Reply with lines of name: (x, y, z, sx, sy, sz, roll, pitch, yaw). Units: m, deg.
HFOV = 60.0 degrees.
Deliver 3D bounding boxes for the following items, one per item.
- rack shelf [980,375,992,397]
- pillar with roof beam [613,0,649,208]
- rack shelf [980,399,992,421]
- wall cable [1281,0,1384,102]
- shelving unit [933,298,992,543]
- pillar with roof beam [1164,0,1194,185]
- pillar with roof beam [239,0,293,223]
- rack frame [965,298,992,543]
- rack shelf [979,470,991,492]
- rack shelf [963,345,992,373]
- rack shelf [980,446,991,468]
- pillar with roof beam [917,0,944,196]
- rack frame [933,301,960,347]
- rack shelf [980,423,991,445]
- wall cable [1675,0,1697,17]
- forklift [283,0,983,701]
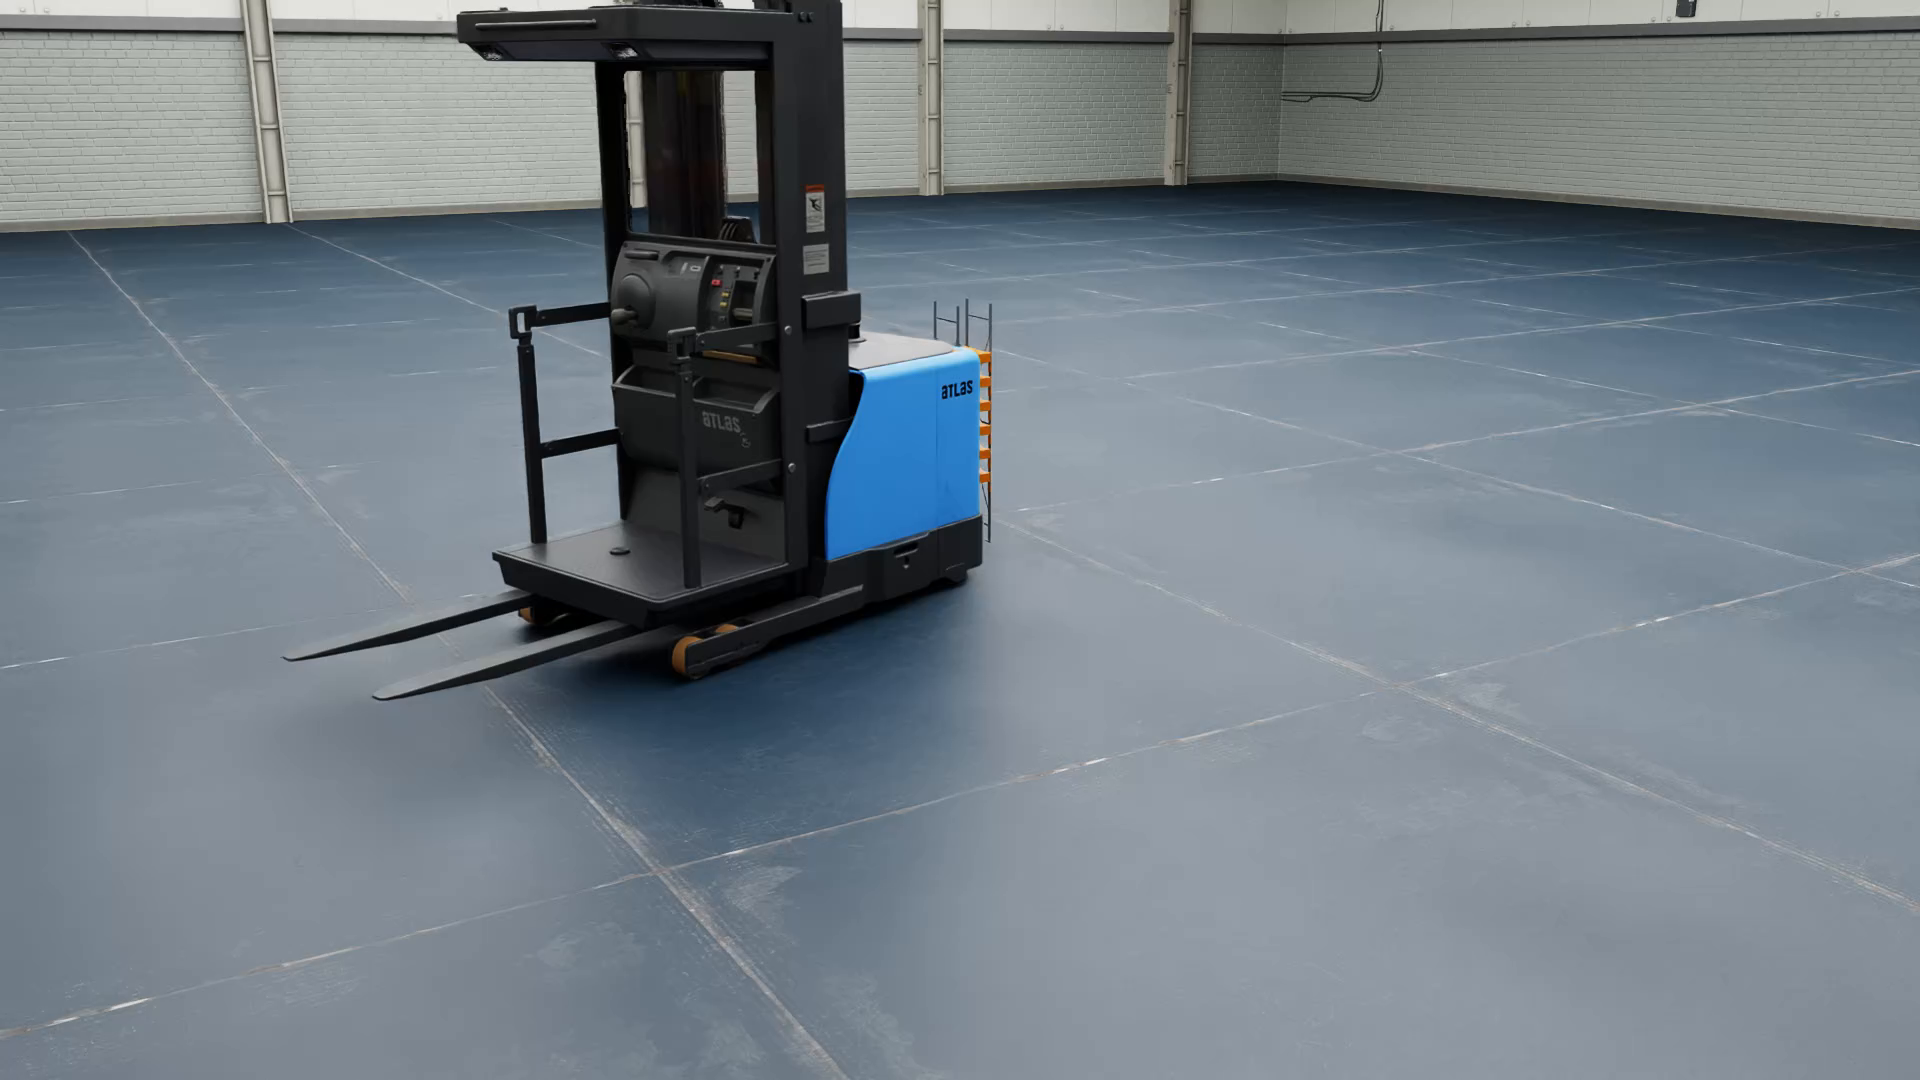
rack shelf: (0.012, -0.768, 8.202, 0.180, 0.103, 0.258, -9, 18, -30)
pillar with roof beam: (-3.487, -9.233, 24.676, 0.400, 9.000, 9.100, -9, 18, -30)
rack shelf: (0.012, -0.653, 8.235, 0.180, 0.103, 0.258, -9, 18, -30)
wall cable: (7.789, -10.506, 34.969, 0.112, 2.526, 3.097, -9, 18, -30)
shelving unit: (0.012, -0.580, 8.255, 0.189, 1.200, 0.258, -9, 18, -30)
pillar with roof beam: (6.799, -10.901, 30.627, 0.400, 9.000, 9.100, -9, 18, -30)
pillar with roof beam: (-8.630, -8.399, 21.701, 0.400, 9.000, 9.100, -9, 18, -30)
rack frame: (0.091, -0.592, 8.300, 0.006, 1.200, 0.240, -9, 18, -30)
rack shelf: (0.012, -0.306, 8.332, 0.180, 0.103, 0.258, -9, 18, -30)
rack shelf: (0.012, -0.884, 8.170, 0.180, 0.103, 0.258, -9, 18, -30)
rack shelf: (0.012, -0.421, 8.299, 0.180, 0.103, 0.258, -9, 18, -30)
pillar with roof beam: (1.656, -10.067, 27.651, 0.400, 9.000, 9.100, -9, 18, -30)
rack frame: (-0.066, -0.567, 8.210, 0.006, 1.200, 0.240, -9, 18, -30)
rack shelf: (0.012, -0.537, 8.267, 0.180, 0.103, 0.258, -9, 18, -30)
wall cable: (12.664, -11.440, 26.247, 0.169, 6.003, 2.305, -9, 18, -30)
forklift: (-1.235, -1.023, 6.628, 1.130, 2.935, 3.031, 13, 20, 39)
